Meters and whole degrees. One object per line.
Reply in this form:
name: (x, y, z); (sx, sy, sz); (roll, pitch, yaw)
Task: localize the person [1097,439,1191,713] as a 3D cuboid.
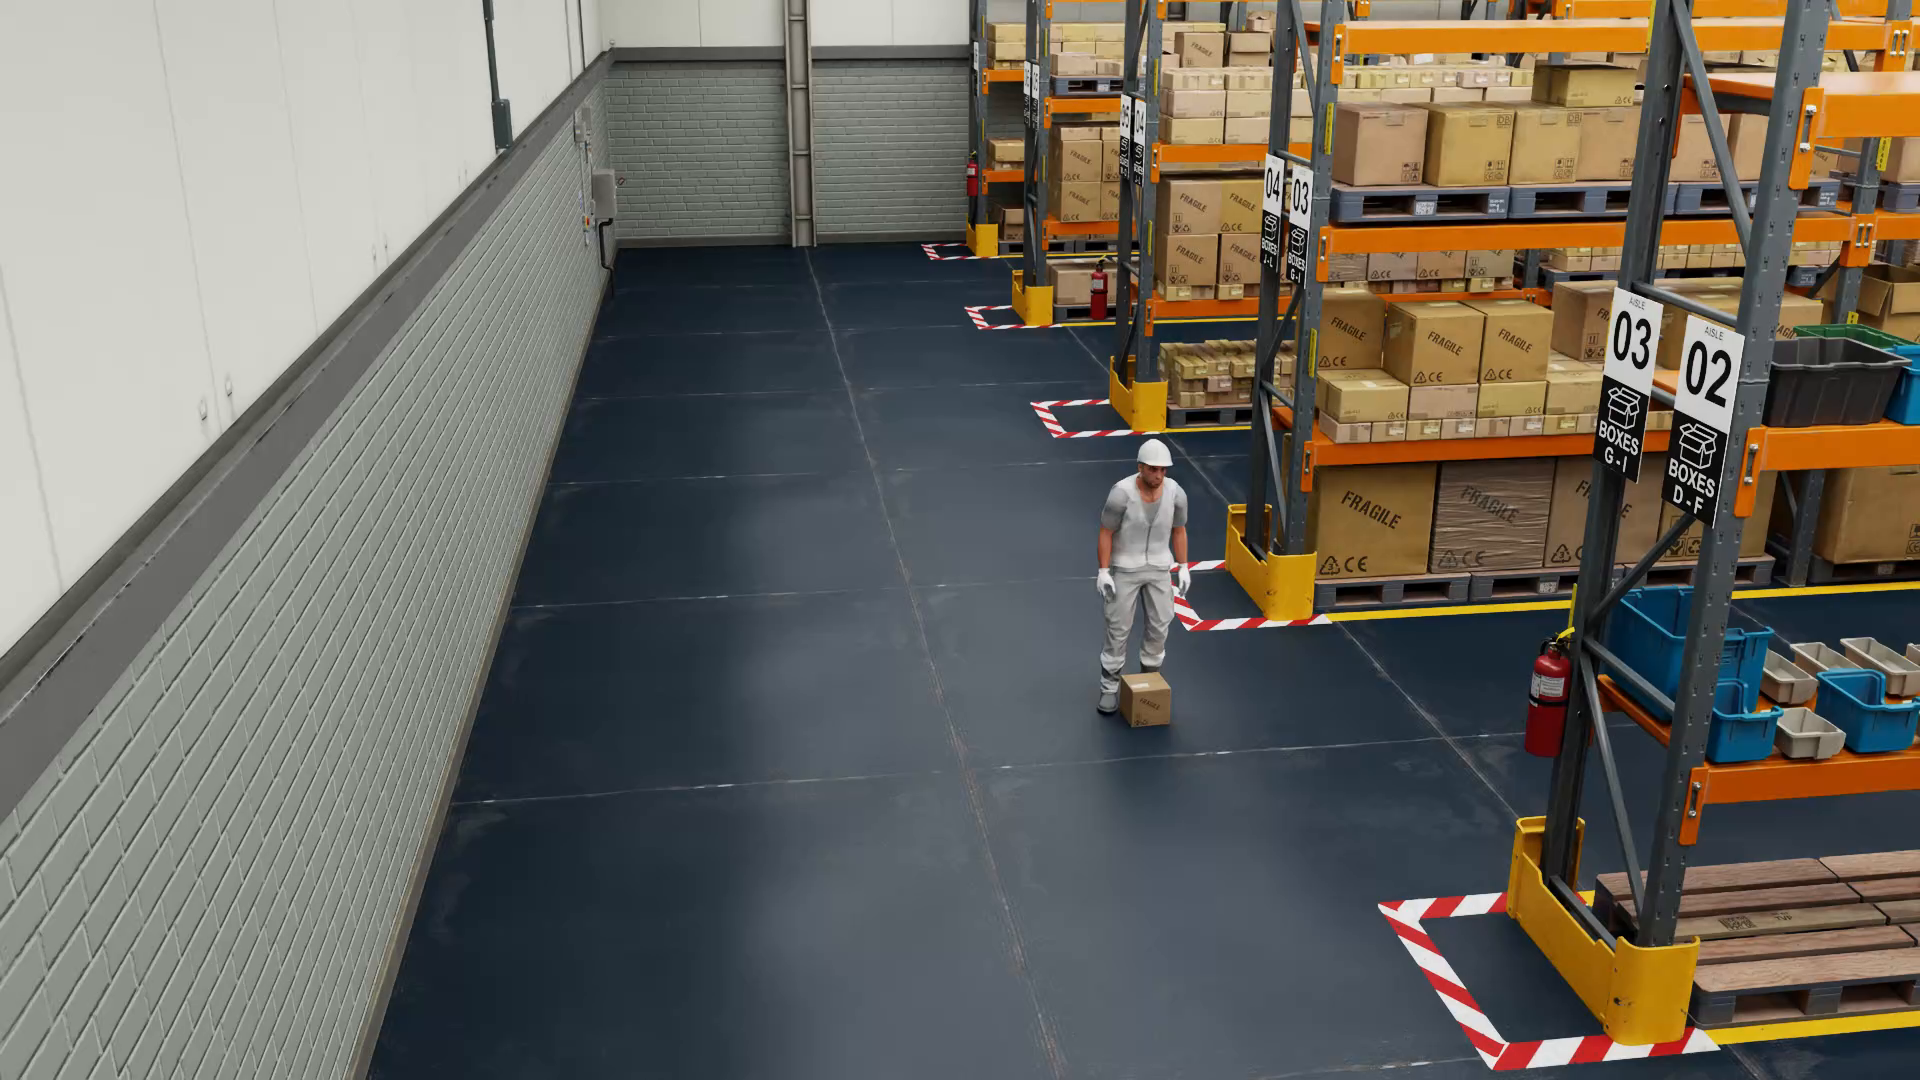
person: (1.153, 0.213, 10.458); (0.620, 1.781, 0.445); (-4, 20, -11)
